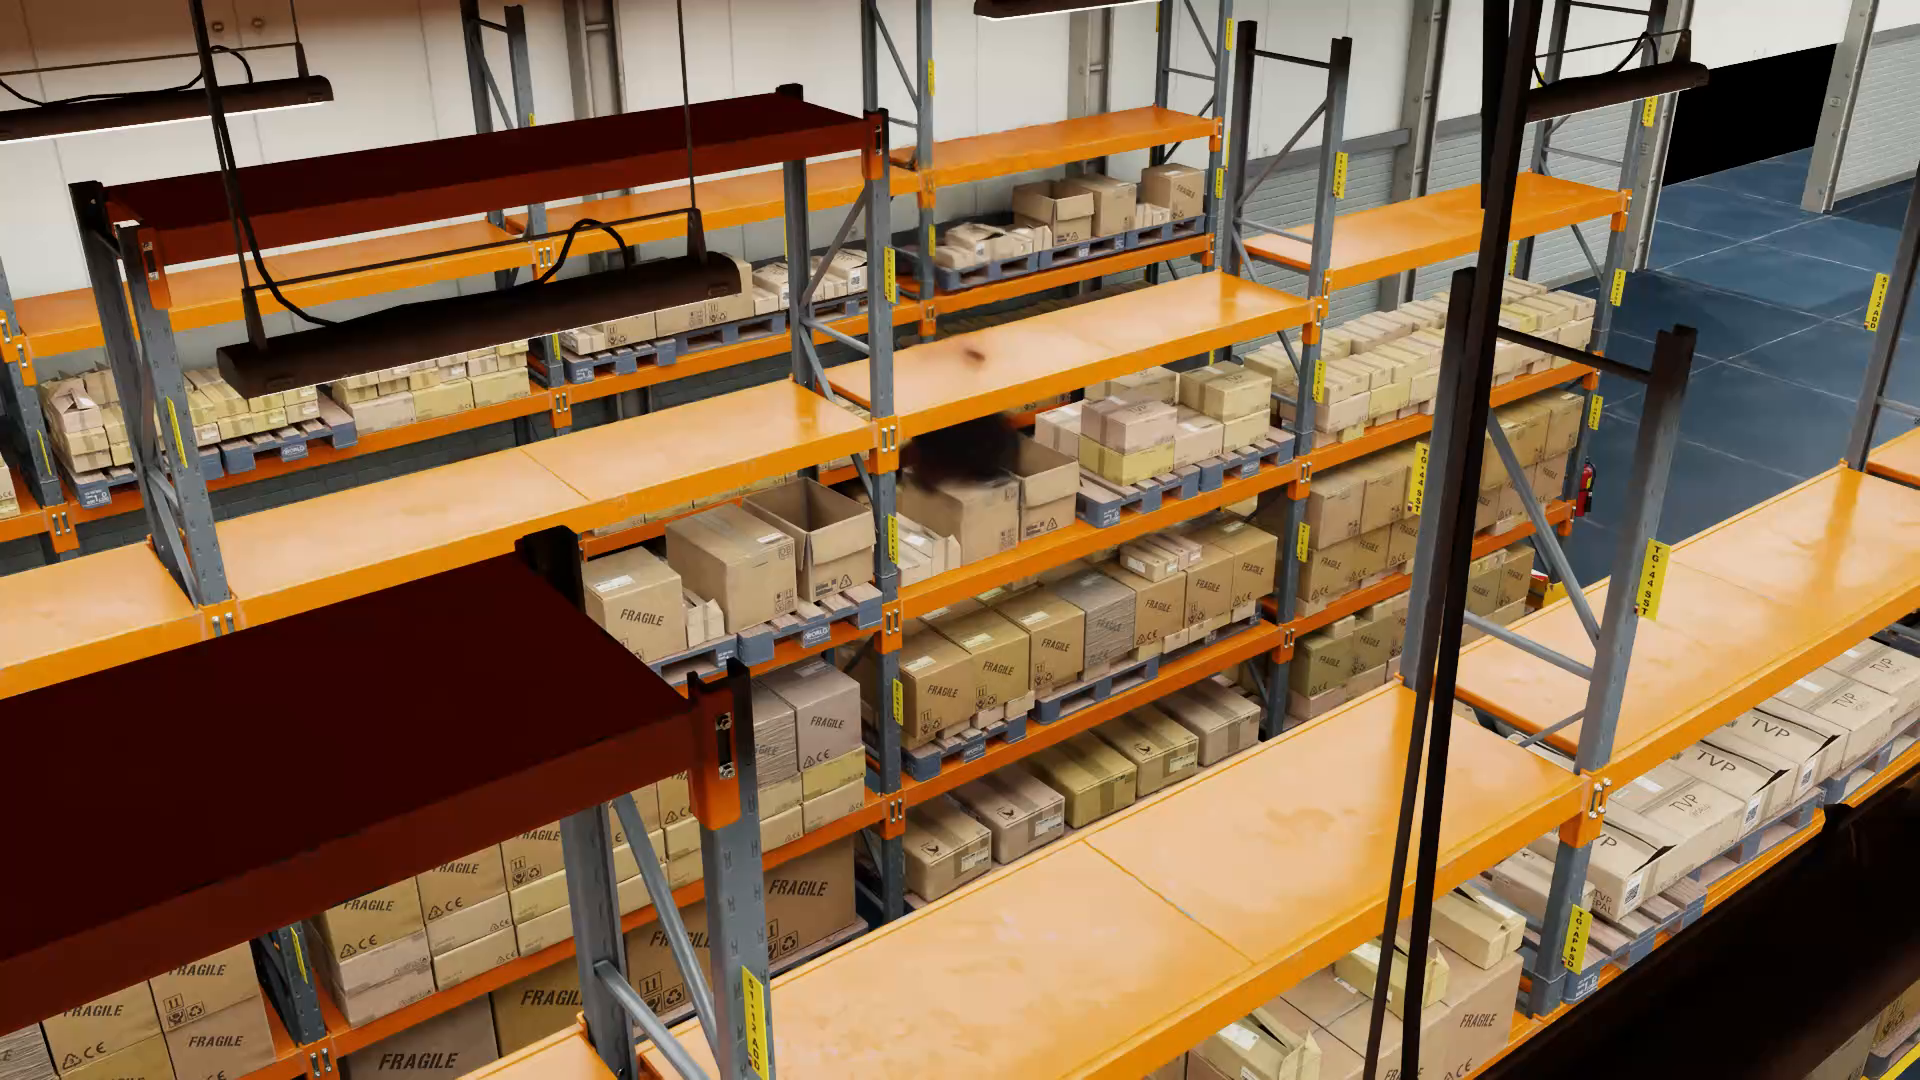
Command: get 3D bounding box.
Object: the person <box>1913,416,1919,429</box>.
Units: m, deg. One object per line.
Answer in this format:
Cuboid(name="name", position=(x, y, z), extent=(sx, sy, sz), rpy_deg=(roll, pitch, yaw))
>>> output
Cuboid(name="person", position=(11.189, -1.352, 18.990), extent=(0.603, 1.695, 0.805), rpy_deg=(1, 26, 1))
